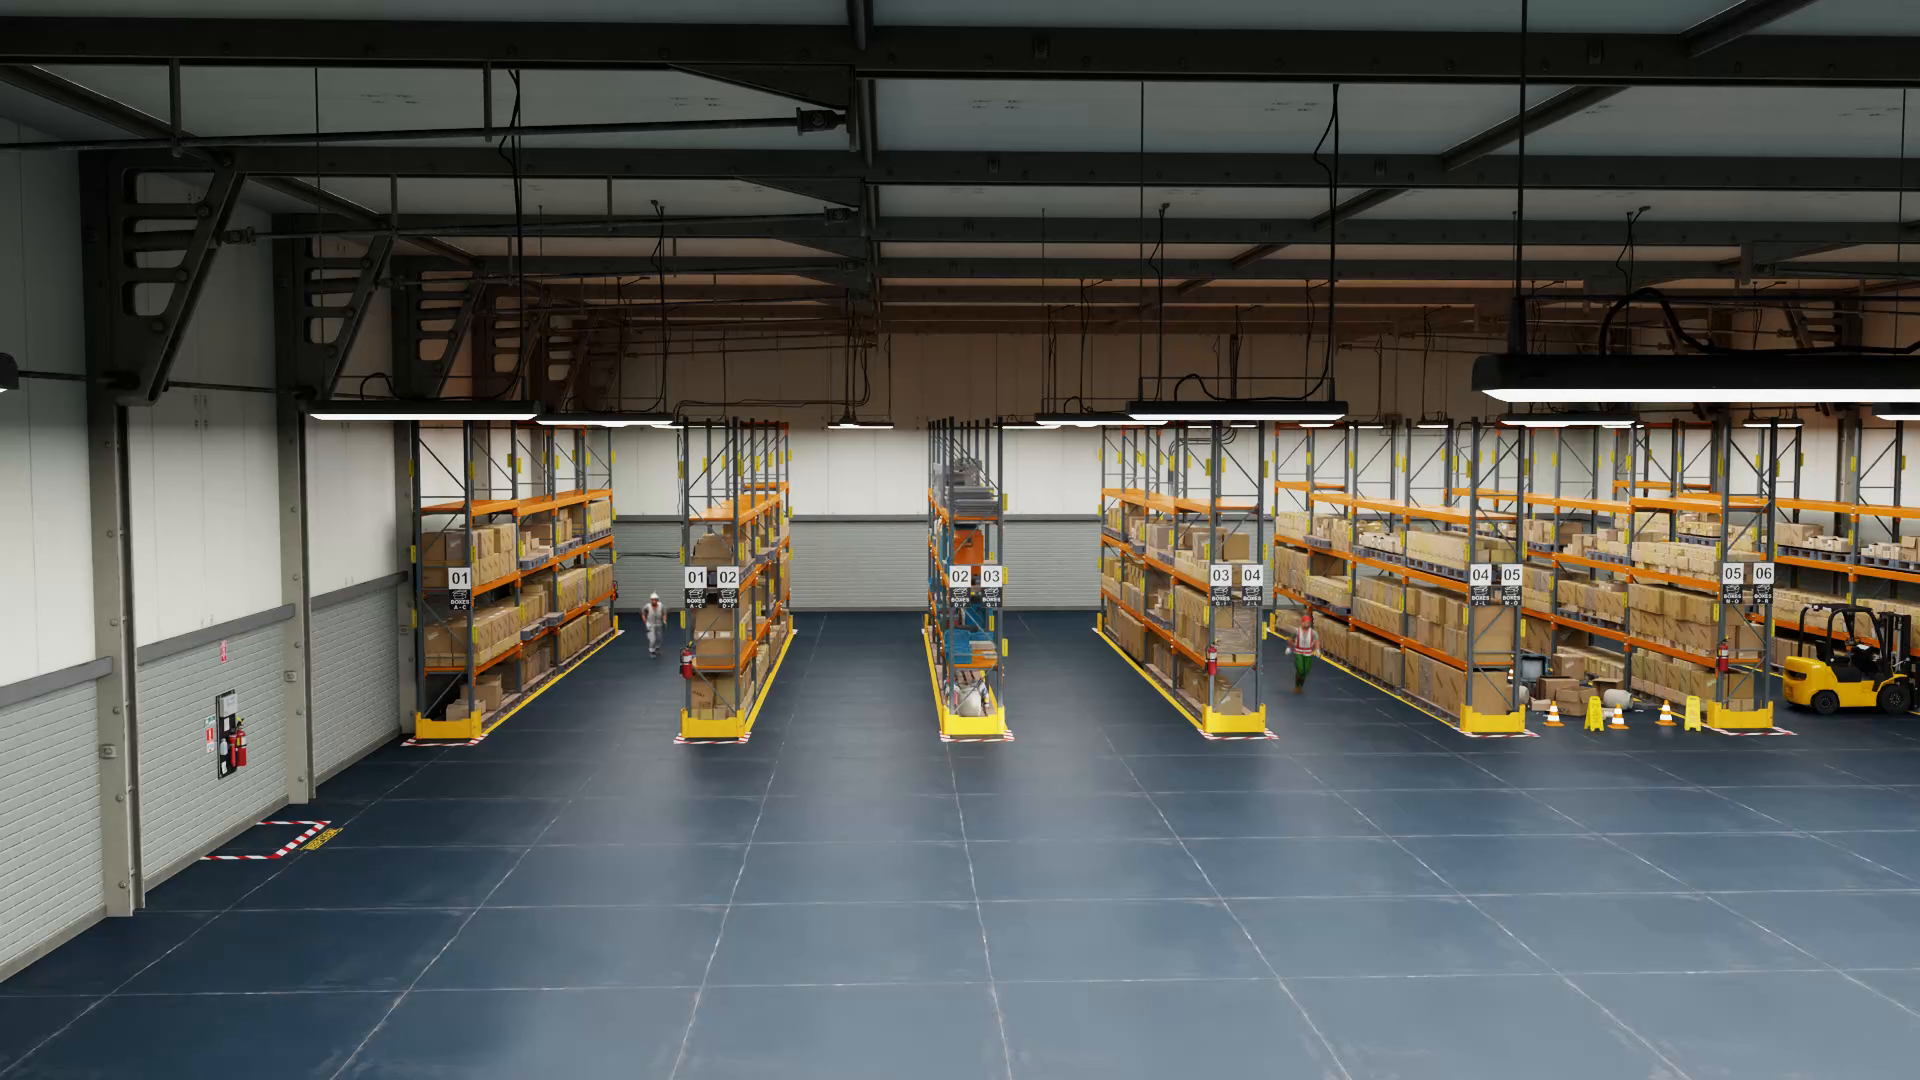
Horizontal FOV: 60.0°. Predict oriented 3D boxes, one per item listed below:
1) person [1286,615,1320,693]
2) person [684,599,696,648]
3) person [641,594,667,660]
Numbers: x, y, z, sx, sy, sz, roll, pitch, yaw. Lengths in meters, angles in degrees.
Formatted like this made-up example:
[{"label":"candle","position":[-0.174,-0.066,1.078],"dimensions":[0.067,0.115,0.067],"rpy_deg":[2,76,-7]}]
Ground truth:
[{"label":"person","position":[7.462,2.487,36.004],"dimensions":[0.630,1.728,0.824],"rpy_deg":[0,4,-5]},{"label":"person","position":[-7.034,1.995,44.113],"dimensions":[0.639,1.704,0.845],"rpy_deg":[-1,4,-18]},{"label":"person","position":[-7.666,2.161,41.678],"dimensions":[0.663,1.697,0.859],"rpy_deg":[-2,4,-29]}]
